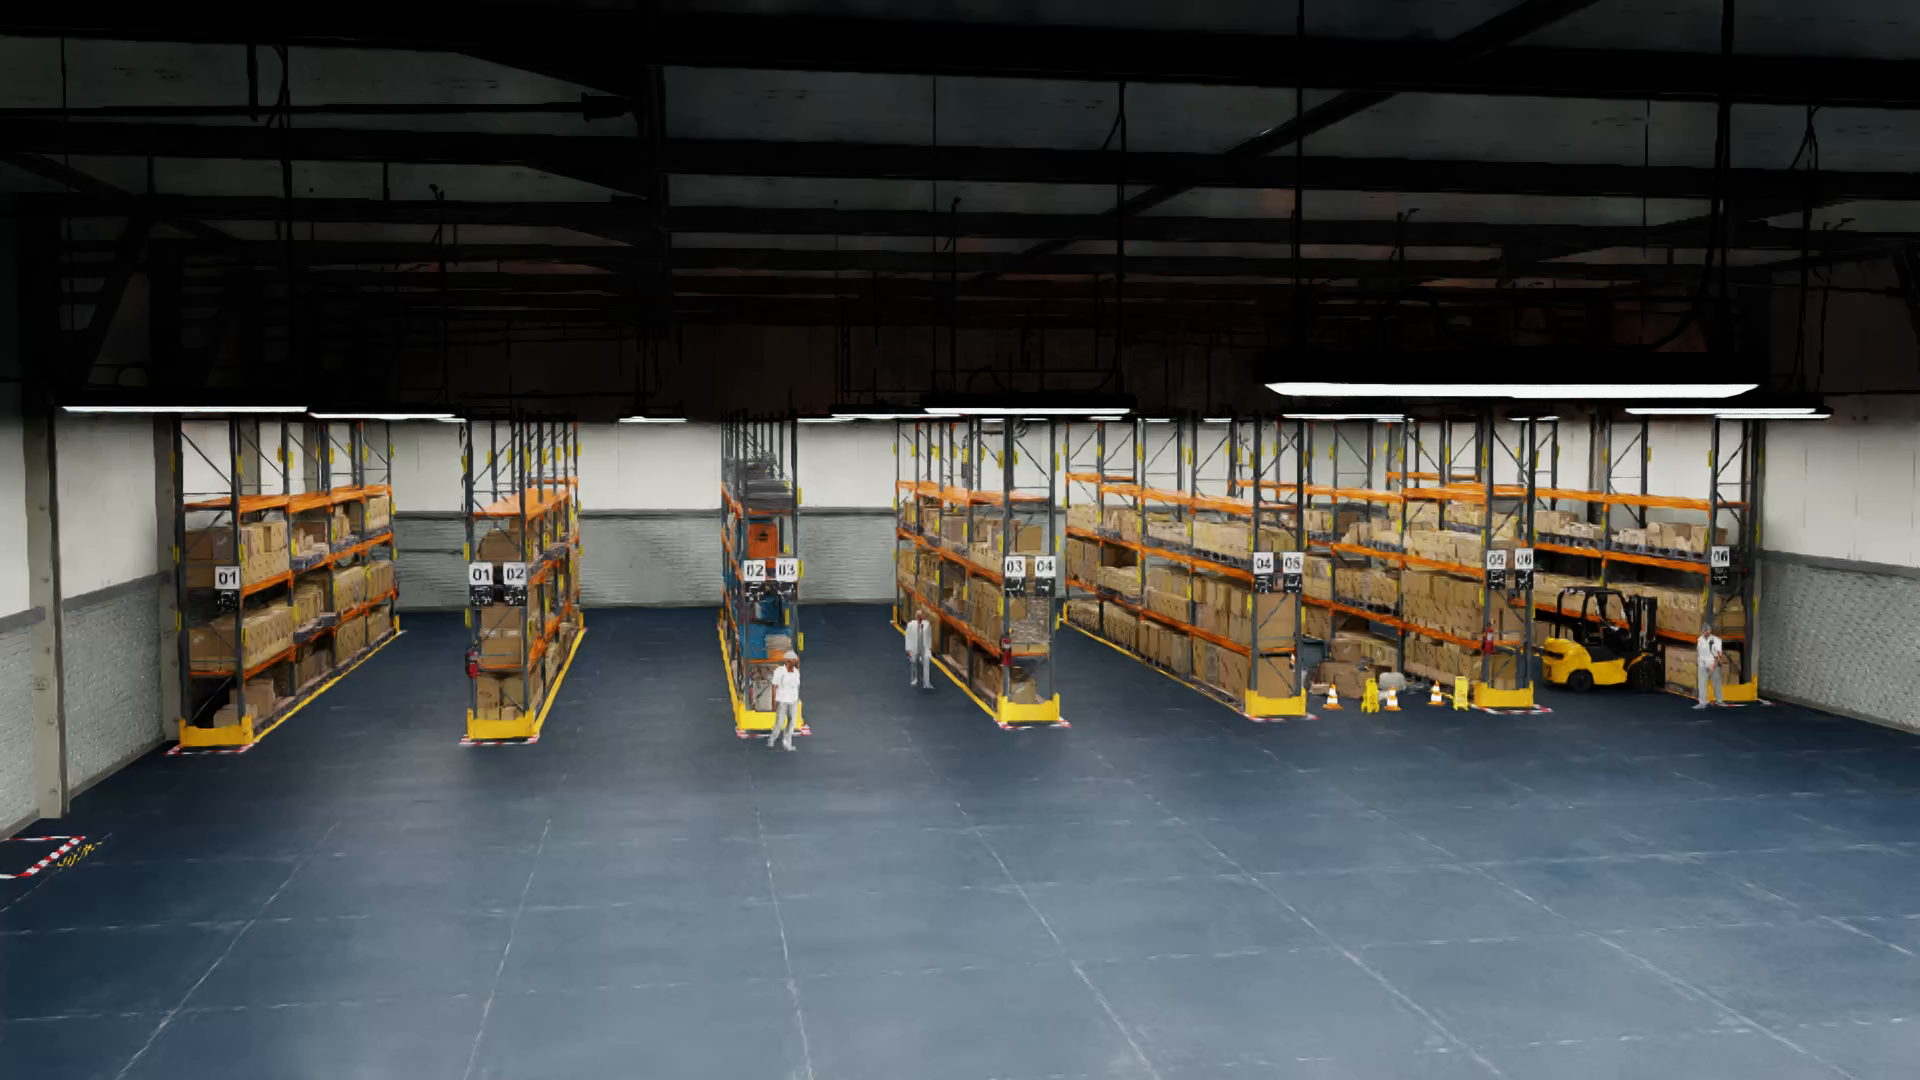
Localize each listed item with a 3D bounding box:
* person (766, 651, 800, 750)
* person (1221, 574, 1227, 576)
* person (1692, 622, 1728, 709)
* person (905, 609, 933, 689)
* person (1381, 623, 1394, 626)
[{"bbox_3d":[-3.094,2.812,29.225,0.612,1.754,0.579,-4,6,-45],"label":"person"},{"bbox_3d":[7.124,1.747,44.963,0.550,1.652,0.585,1,4,11],"label":"person"},{"bbox_3d":[15.087,2.521,33.438,0.718,1.738,0.570,-3,5,-38],"label":"person"},{"bbox_3d":[-0.884,2.339,36.035,0.598,1.693,1.194,-1,4,-7],"label":"person"},{"bbox_3d":[12.187,1.599,47.206,0.462,1.698,0.471,0,4,3],"label":"person"}]
